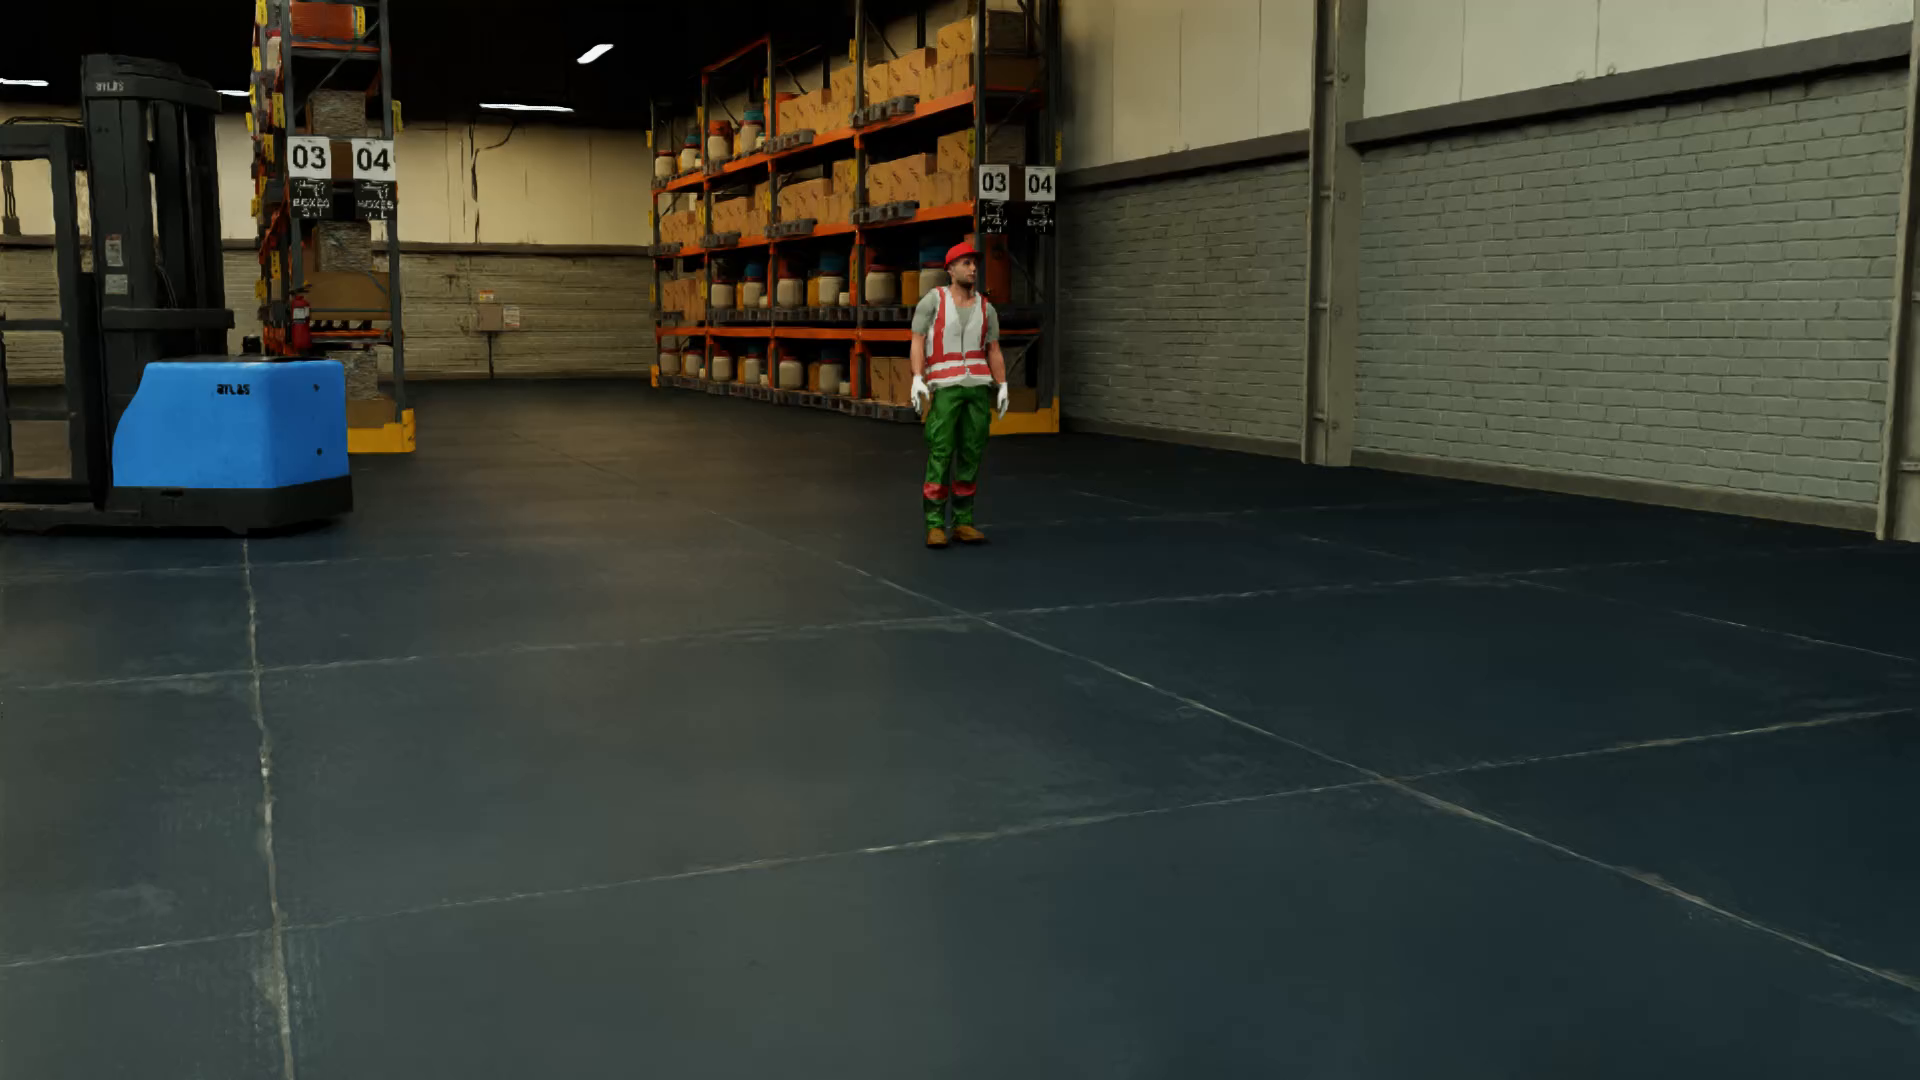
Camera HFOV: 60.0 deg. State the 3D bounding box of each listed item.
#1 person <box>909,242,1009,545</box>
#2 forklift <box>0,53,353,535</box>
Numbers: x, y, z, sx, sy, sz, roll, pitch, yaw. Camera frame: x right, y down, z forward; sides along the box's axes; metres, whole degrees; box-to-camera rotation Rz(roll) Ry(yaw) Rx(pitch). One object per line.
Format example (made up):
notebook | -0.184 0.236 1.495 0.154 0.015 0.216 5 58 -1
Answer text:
person | 0.022 -0.884 9.959 0.637 1.787 0.563 -3 8 -23
forklift | -5.612 -1.549 10.688 3.031 2.935 1.130 1 8 8
